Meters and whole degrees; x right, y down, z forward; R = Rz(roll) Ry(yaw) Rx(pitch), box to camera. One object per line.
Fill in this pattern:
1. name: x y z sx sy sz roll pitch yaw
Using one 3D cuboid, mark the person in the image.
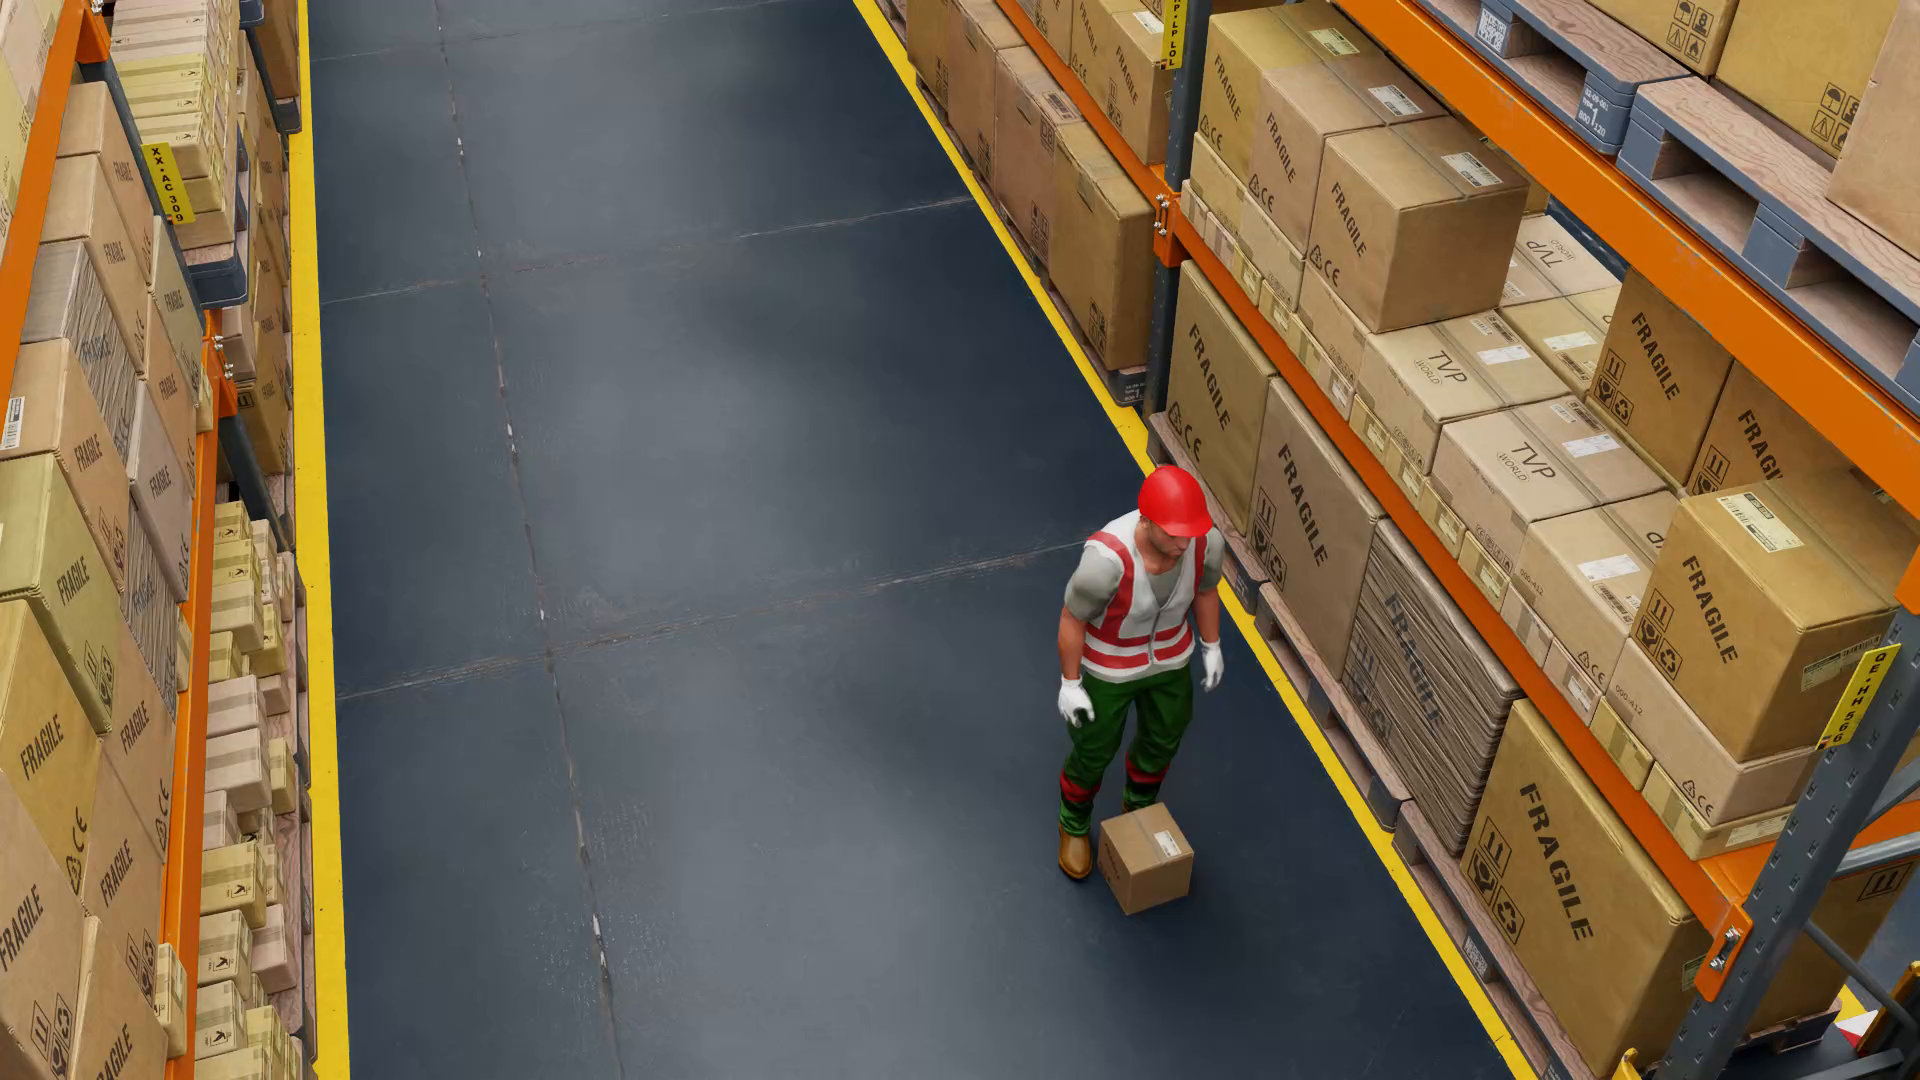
1. person: 2.088 -3.726 10.308 7.632 1.780 11.173 -14 44 -15
